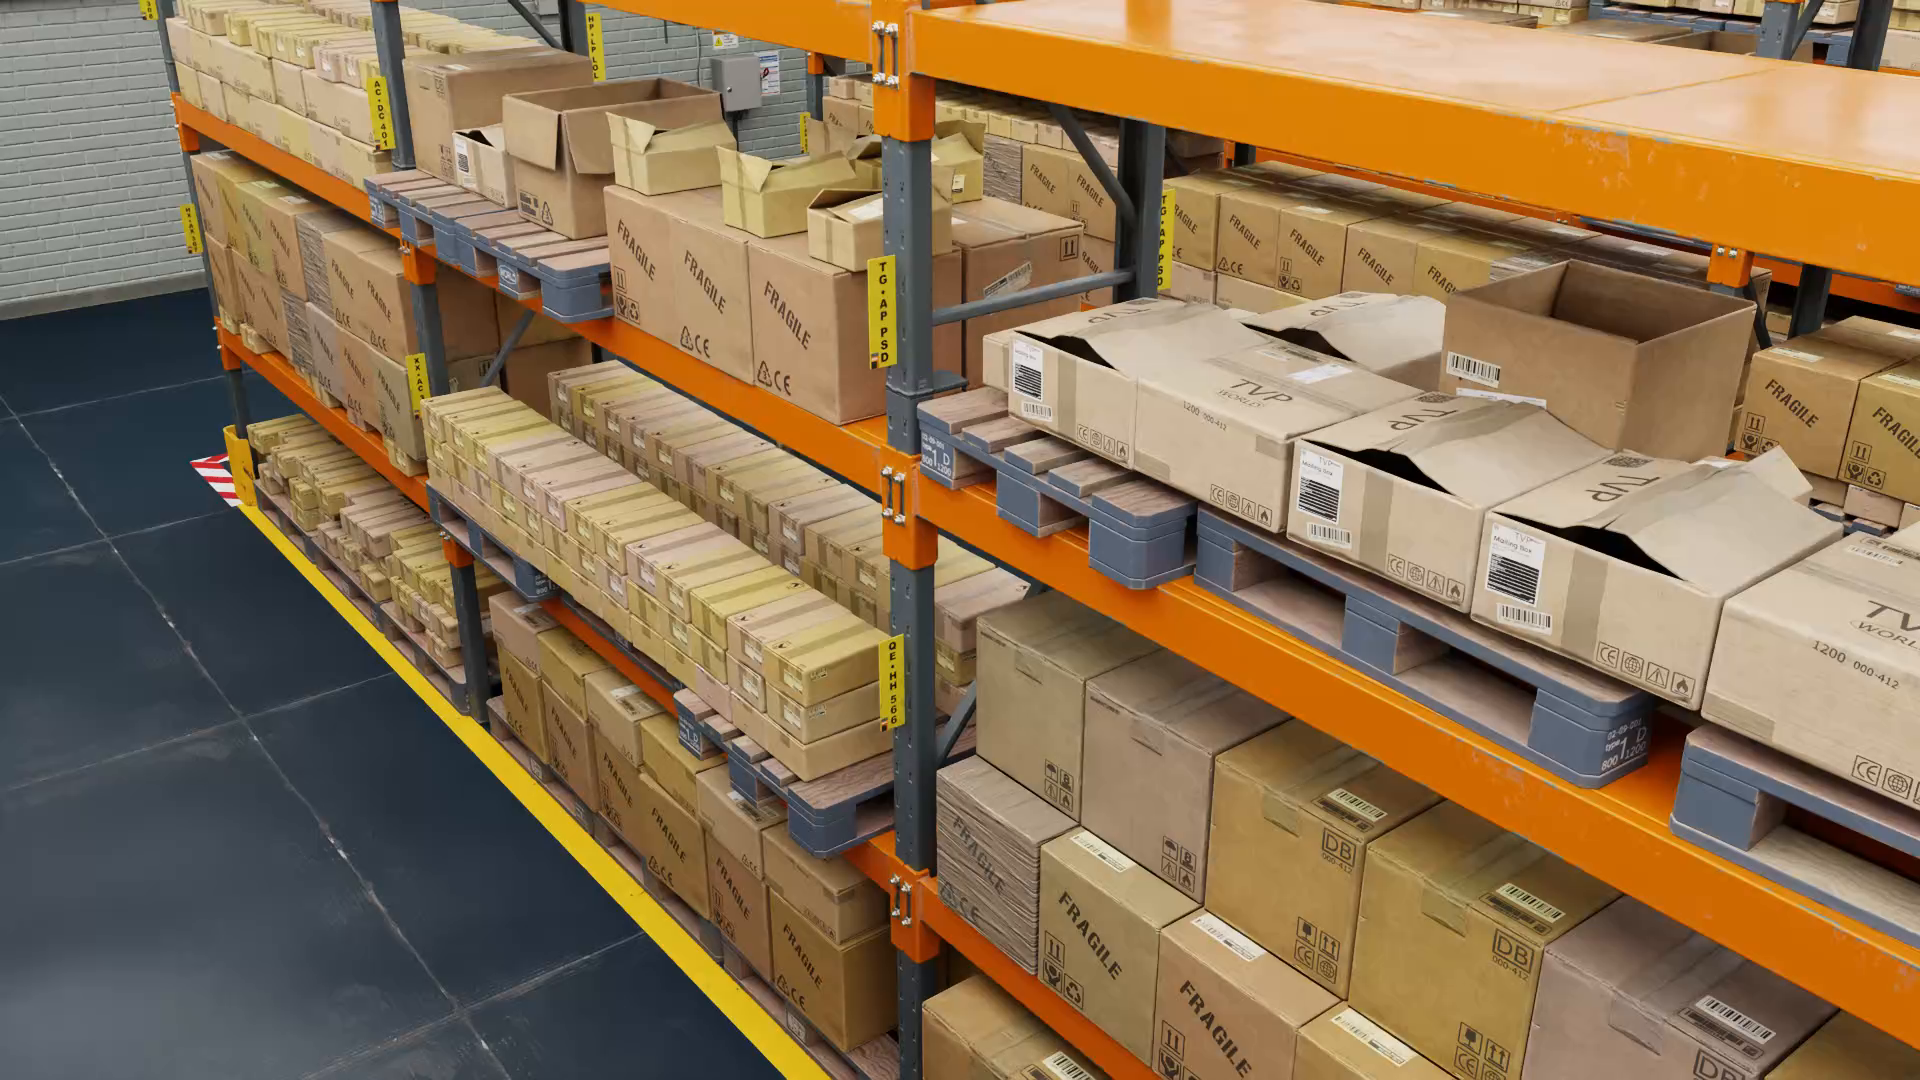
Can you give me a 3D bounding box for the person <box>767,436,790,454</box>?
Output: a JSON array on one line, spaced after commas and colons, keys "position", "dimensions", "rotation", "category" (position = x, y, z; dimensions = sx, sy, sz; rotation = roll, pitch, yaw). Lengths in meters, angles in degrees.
[{"position": [-1.322, -1.387, 12.082], "dimensions": [0.544, 1.754, 0.734], "rotation": [-9, 26, -19], "category": "person"}]
